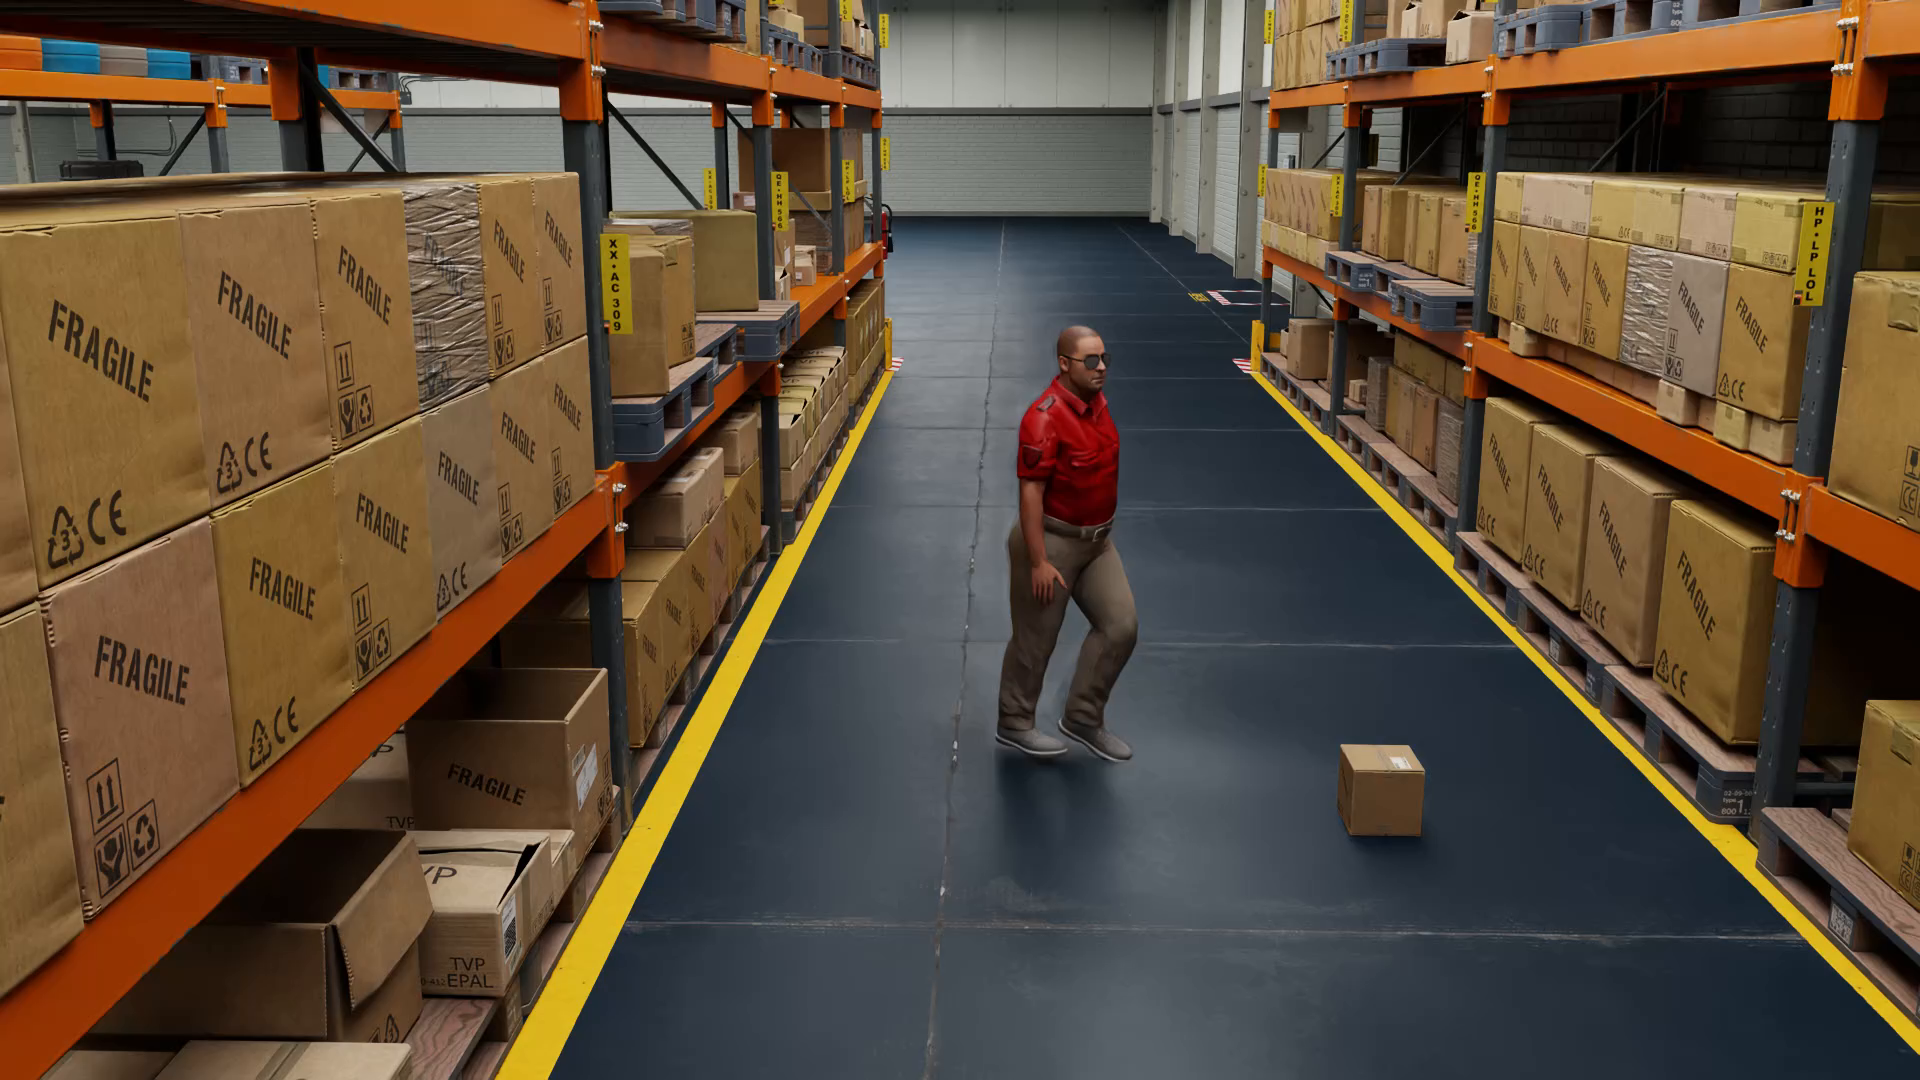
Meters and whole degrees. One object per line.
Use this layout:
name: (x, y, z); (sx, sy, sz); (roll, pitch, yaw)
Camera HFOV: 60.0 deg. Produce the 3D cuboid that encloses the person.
person: (0.372, 0.046, 6.378); (0.537, 1.753, 0.570); (11, 18, 38)
